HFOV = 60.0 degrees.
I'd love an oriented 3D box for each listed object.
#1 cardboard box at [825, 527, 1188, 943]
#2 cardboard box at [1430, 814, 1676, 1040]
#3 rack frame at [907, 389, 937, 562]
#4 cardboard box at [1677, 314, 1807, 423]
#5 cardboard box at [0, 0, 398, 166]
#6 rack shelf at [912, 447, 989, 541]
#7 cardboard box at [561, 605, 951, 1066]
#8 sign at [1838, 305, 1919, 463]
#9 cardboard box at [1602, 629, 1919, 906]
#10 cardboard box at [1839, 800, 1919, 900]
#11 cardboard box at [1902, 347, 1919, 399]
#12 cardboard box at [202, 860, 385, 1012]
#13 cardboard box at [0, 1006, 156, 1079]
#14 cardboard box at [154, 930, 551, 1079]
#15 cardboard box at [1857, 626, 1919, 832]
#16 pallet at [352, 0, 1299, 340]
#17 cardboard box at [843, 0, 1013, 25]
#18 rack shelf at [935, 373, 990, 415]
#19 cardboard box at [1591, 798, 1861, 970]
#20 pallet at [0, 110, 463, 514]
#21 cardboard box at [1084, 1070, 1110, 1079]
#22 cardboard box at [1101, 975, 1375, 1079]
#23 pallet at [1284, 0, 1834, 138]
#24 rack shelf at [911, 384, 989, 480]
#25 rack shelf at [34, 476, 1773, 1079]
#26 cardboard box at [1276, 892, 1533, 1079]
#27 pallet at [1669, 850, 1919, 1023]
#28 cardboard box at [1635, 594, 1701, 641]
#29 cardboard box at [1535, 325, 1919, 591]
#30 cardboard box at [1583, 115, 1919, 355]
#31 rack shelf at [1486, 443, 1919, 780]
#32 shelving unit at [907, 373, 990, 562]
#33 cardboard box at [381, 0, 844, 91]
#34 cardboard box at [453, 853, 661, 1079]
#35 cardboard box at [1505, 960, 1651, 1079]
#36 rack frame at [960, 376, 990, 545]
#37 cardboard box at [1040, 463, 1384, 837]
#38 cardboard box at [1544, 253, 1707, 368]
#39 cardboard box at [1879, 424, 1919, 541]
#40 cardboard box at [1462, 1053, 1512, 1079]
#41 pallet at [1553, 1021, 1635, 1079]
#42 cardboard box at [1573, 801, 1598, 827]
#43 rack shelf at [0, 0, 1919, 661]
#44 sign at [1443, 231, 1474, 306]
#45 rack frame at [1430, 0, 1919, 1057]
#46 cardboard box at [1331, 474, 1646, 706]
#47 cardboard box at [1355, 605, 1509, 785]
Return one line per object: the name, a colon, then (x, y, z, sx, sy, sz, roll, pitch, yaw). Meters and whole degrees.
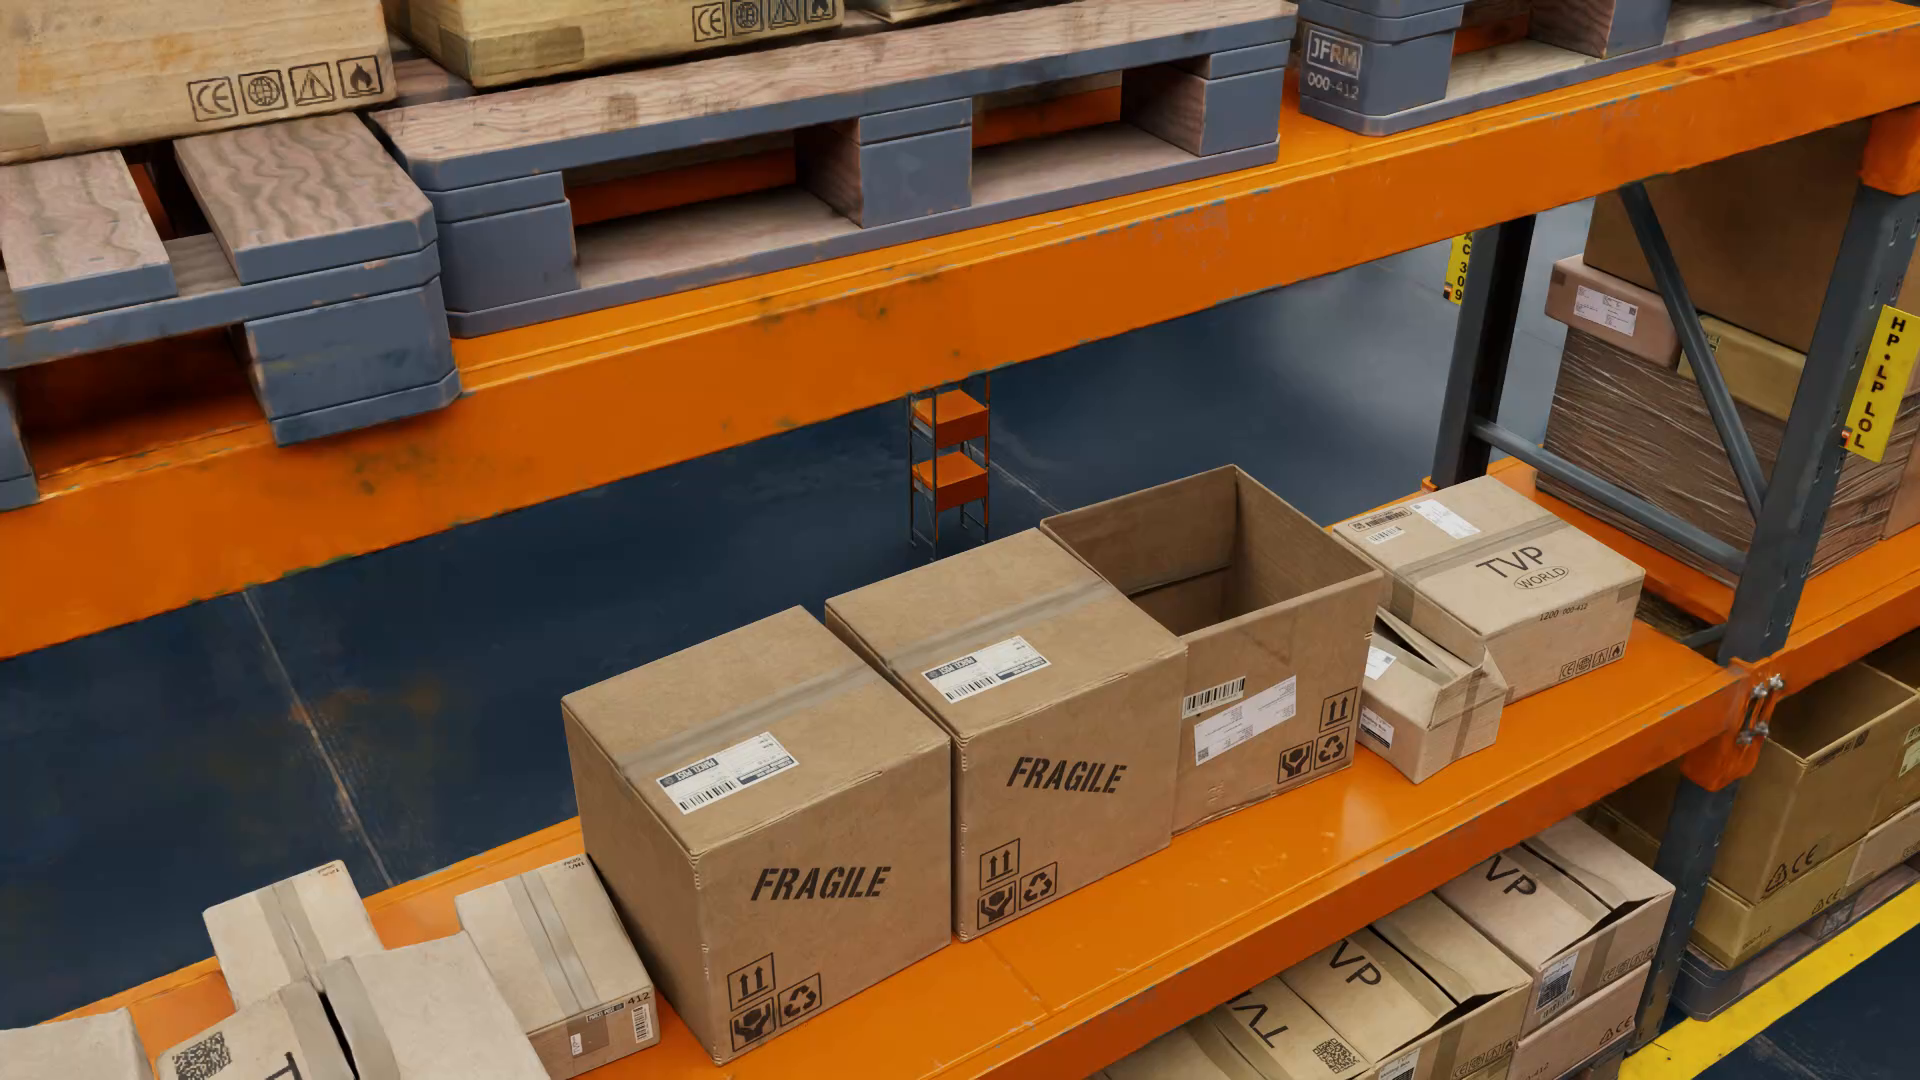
cardboard box: (0.081, 0.364, 3.268, 0.500, 0.500, 0.500, -19, 37, -27)
cardboard box: (1.414, 0.888, 4.188, 0.500, 0.311, 0.500, -19, 37, -27)
rack frame: (-0.148, -0.393, 6.390, 0.008, 1.050, 0.200, -19, 37, -27)
cardboard box: (1.930, -0.413, 3.891, 0.250, 0.149, 0.380, -19, 37, -27)
cardboard box: (-0.981, -0.648, 1.901, 0.500, 0.250, 0.500, -18, 36, -26)
rack shelf: (-0.045, -0.185, 6.599, 0.240, 0.259, 0.215, -19, 37, -27)
cardboard box: (-0.361, 0.516, 3.026, 0.500, 0.500, 0.500, -21, 38, -30)
sign: (1.902, -0.321, 3.436, 0.005, 0.325, 0.100, -19, 37, -27)
cardboard box: (2.159, 0.569, 4.517, 0.500, 0.500, 0.500, -19, 37, -27)
cardboard box: (2.576, 0.740, 4.950, 0.500, 0.250, 0.500, -19, 37, -27)
cardboard box: (2.141, -0.485, 4.006, 0.250, 0.149, 0.380, -18, 37, -27)
cardboard box: (-1.156, 0.773, 2.948, 0.250, 0.149, 0.380, -19, 37, -27)
cardboard box: (-1.433, 1.003, 2.432, 0.500, 0.311, 0.500, -17, 36, -24)
cardboard box: (-0.906, 0.917, 2.568, 0.500, 0.311, 0.500, -19, 37, -28)
cardboard box: (2.575, 0.421, 4.752, 0.500, 0.500, 0.500, -19, 37, -27)
pallet: (-0.302, -0.699, 2.412, 1.213, 0.211, 1.003, -17, 36, -25)
cardboard box: (-0.041, -0.963, 2.401, 0.500, 0.250, 0.500, -22, 39, -31)
rack shelf: (-0.045, -0.660, 6.300, 0.240, 0.259, 0.215, -19, 37, -27)
cardboard box: (2.153, 0.882, 4.724, 0.500, 0.250, 0.500, -19, 37, -27)
pallet: (-1.241, -0.374, 1.897, 1.003, 0.211, 1.213, -17, 36, -25)
cardboard box: (0.135, 1.328, 3.491, 0.500, 0.311, 0.500, -19, 37, -28)
cardboard box: (0.560, 1.185, 3.718, 0.500, 0.311, 0.500, -19, 37, -27)
pallet: (0.865, -1.032, 2.943, 1.217, 0.209, 0.805, -21, 38, -29)
rack shelf: (-0.045, -0.420, 6.451, 0.240, 0.259, 0.215, -19, 37, -27)
rack shelf: (-0.082, 0.777, 3.381, 4.000, 0.370, 1.077, -19, 37, -27)
cardboard box: (0.980, 1.042, 3.945, 0.500, 0.311, 0.500, -18, 36, -26)
pallet: (2.290, 0.863, 5.184, 1.213, 0.211, 1.003, -19, 37, -27)
cardboard box: (2.297, 0.191, 5.116, 0.500, 0.500, 0.500, -19, 37, -27)
cardboard box: (1.969, -0.279, 4.287, 0.500, 0.500, 0.700, -20, 37, -28)
cardboard box: (1.969, -0.827, 3.941, 0.500, 0.500, 0.700, -19, 37, -27)
rack shelf: (3.280, -0.379, 5.214, 4.000, 0.370, 1.077, -19, 37, -27)
shelving unit: (-0.045, -0.429, 6.445, 0.252, 1.050, 0.215, -19, 37, -27)
cardboard box: (-0.494, -0.808, 2.155, 0.500, 0.250, 0.500, -20, 37, -28)
cardboard box: (-0.721, 0.763, 2.964, 0.250, 0.149, 0.380, -16, 36, -24)
cardboard box: (1.408, 1.130, 4.331, 0.500, 0.250, 0.500, -19, 37, -28)
rack frame: (0.058, -0.464, 6.501, 0.008, 1.050, 0.200, -19, 37, -27)
cardboard box: (0.502, 0.219, 3.497, 0.500, 0.500, 0.500, -16, 36, -24)
cardboard box: (1.712, -0.597, 4.183, 0.250, 0.149, 0.380, -19, 37, -27)
cardboard box: (2.409, -0.434, 4.533, 0.500, 0.500, 0.700, -19, 37, -28)
cardboard box: (0.982, 1.275, 4.100, 0.500, 0.250, 0.500, -20, 37, -28)
pallet: (1.001, 1.304, 4.484, 1.213, 0.211, 1.003, -19, 37, -27)
cardboard box: (1.871, 0.648, 5.095, 0.500, 0.250, 0.500, -19, 37, -27)
rack shelf: (-0.082, -0.492, 2.581, 4.000, 0.370, 1.077, -19, 37, -27)
sign: (1.297, -0.753, 4.247, 0.005, 0.325, 0.100, -19, 37, -27)
rack frame: (1.599, -0.105, 4.106, 0.127, 3.000, 1.000, -19, 37, -27)
cardboard box: (1.209, 0.120, 3.889, 0.500, 0.250, 0.500, -17, 36, -24)
cardboard box: (0.960, 0.288, 3.608, 0.258, 0.266, 0.396, -20, 37, -28)
